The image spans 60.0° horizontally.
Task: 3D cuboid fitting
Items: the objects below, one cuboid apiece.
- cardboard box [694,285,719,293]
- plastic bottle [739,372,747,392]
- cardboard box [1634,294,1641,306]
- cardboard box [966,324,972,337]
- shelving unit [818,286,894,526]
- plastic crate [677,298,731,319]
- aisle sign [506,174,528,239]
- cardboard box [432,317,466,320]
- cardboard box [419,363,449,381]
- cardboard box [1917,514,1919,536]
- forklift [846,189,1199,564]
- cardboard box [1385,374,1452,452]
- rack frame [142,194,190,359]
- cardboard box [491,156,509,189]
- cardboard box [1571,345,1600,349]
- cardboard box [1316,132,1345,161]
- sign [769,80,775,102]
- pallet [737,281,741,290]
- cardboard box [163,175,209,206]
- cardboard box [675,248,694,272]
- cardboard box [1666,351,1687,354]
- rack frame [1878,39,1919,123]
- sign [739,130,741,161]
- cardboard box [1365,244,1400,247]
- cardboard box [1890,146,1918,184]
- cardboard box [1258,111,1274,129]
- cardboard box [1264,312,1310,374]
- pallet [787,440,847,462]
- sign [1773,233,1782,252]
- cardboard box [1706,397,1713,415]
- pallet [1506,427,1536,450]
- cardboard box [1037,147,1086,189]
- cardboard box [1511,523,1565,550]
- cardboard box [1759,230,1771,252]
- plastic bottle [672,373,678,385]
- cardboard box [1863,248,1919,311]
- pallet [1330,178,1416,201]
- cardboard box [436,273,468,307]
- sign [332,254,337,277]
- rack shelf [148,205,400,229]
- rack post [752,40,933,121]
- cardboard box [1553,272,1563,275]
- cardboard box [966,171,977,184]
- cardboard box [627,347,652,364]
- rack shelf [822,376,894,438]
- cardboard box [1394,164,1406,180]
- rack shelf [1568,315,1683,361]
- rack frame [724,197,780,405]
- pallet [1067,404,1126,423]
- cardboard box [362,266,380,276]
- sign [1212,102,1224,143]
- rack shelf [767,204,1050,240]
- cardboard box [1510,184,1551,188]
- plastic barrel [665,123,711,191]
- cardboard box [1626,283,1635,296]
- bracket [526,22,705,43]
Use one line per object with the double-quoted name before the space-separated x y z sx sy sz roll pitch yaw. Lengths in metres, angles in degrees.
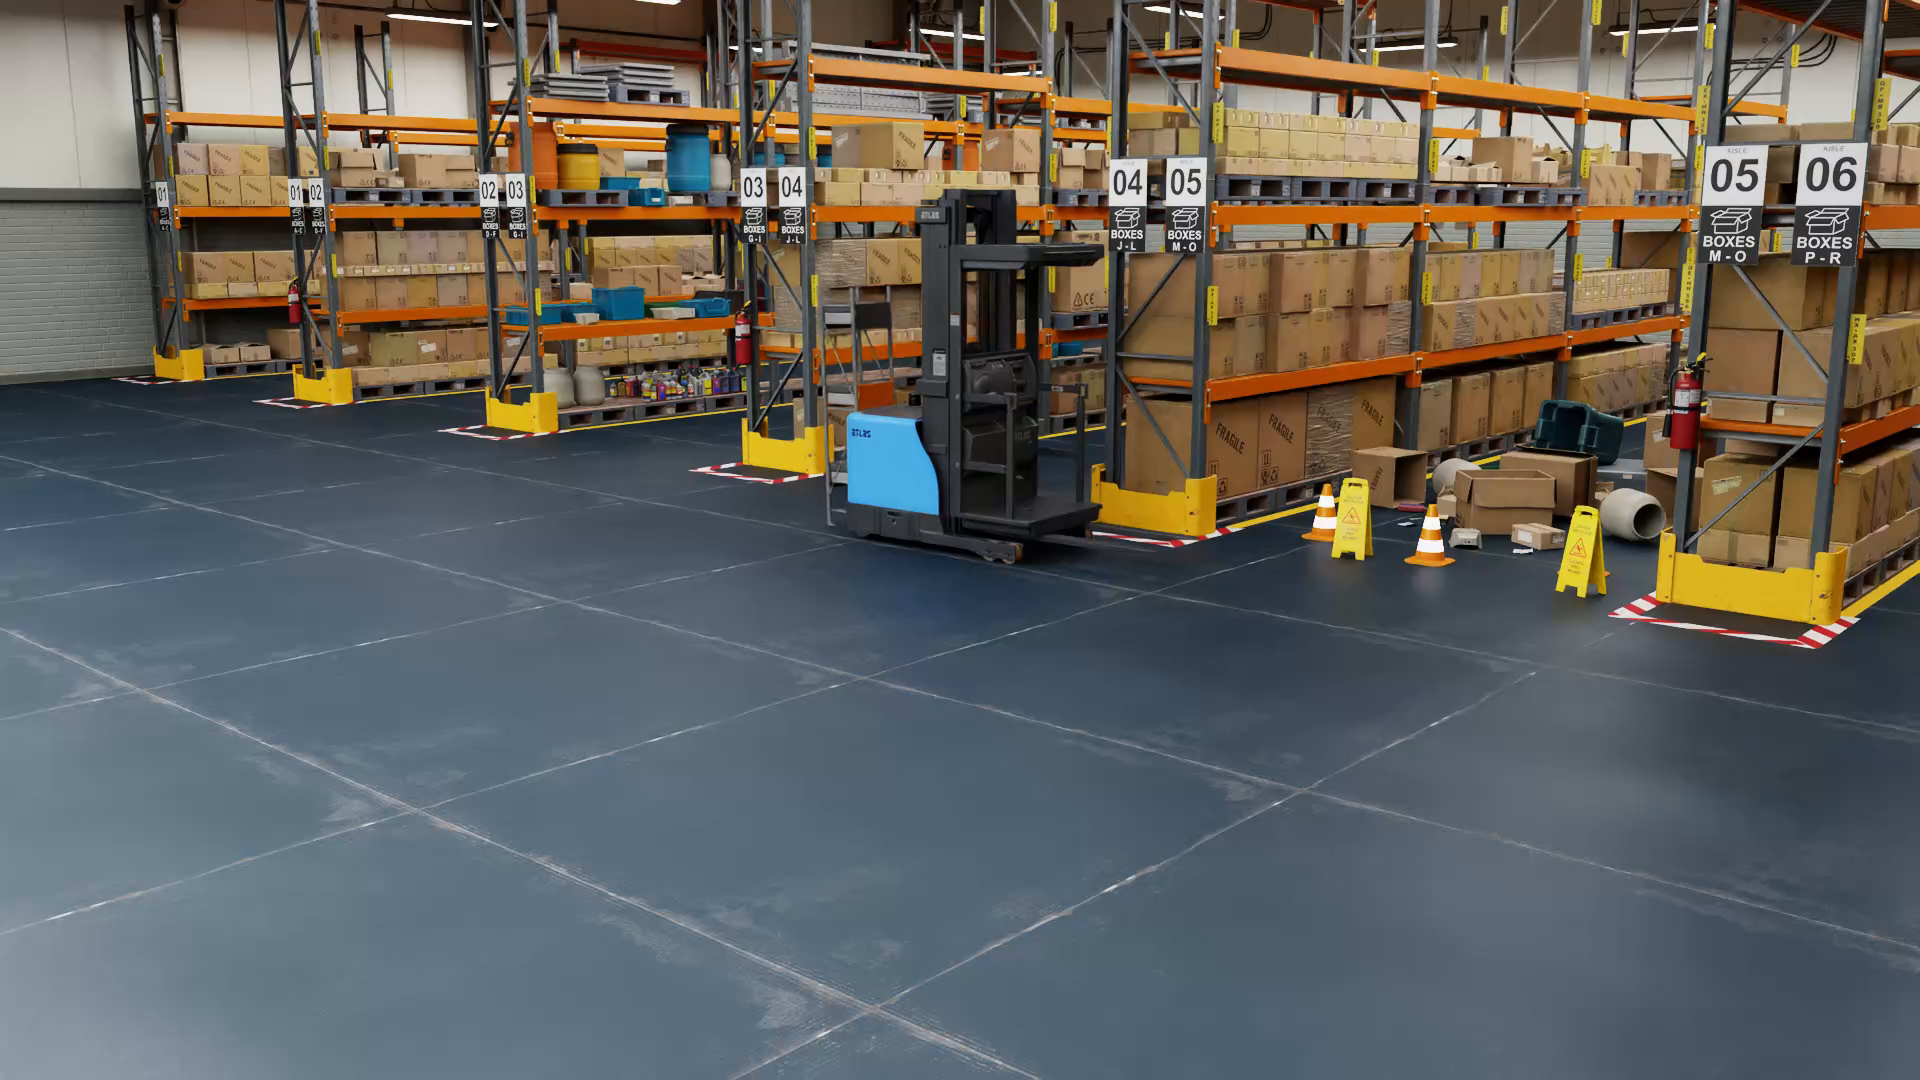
"cardboard box" -4.475 -4.422 29.334 0.380 0.149 0.250 10 15 40
"plastic bottle" -3.081 -2.254 23.650 0.061 0.283 0.133 11 16 43
"cardboard box" 8.854 -3.210 22.192 0.380 0.149 0.250 9 14 38
"cardboard box" -0.074 -2.473 19.576 0.380 0.149 0.250 10 15 40
"shelving unit" -0.896 -1.186 14.749 0.431 2.100 0.503 6 13 37
"plastic crate" -3.538 -3.213 23.019 0.499 0.251 0.616 10 15 40
"aisle sign" -5.479 -4.122 20.551 0.394 0.787 0.004 10 15 40
"cardboard box" -9.692 -4.298 31.416 0.500 0.250 0.500 9 15 39
"cardboard box" -8.191 -2.591 25.476 0.500 0.250 0.500 10 15 40
"cardboard box" 7.621 -0.218 13.594 0.500 0.250 0.500 9 15 39
"forklift" 0.494 -1.362 13.547 3.031 2.935 1.130 9 14 37
"cardboard box" 4.710 -1.393 18.198 1.050 0.750 0.750 10 15 40
"rack frame" -13.094 -4.176 27.462 1.000 3.000 0.127 10 15 40
"cardboard box" -7.260 -5.879 26.645 0.500 0.500 0.500 -11 15 -43
"cardboard box" 8.273 -2.484 22.387 0.500 0.250 0.500 11 15 42
"cardboard box" 3.238 -3.658 15.503 0.500 0.250 0.500 10 15 40
"sign" -2.605 -6.250 23.064 0.100 0.325 0.005 10 15 40
"pallet" -3.695 -4.728 30.714 1.213 0.211 1.003 10 15 40
"cardboard box" -12.685 -5.723 27.241 0.500 0.500 0.500 10 15 42
"cardboard box" -5.955 -5.897 35.010 0.500 0.500 0.500 10 15 40
"cardboard box" 10.741 -2.774 25.128 0.380 0.149 0.250 10 15 40
"rack frame" 8.153 -4.504 13.786 1.000 3.000 0.127 10 15 40
"sign" -2.335 -4.235 17.836 0.100 0.325 0.005 10 15 40
"cardboard box" 6.829 -4.569 27.139 0.500 0.500 0.500 10 15 40
"cardboard box" 6.385 -2.629 11.682 0.500 0.250 0.500 9 15 40
"cardboard box" 2.522 -3.675 14.571 0.380 0.149 0.250 10 15 40
"cardboard box" 2.749 -1.883 15.596 0.875 0.550 0.550 10 15 40
"pallet" -1.318 -1.014 18.747 1.003 0.211 1.213 10 15 40
"sign" 12.693 -4.601 25.825 0.100 0.325 0.005 10 15 40
"cardboard box" 5.683 -0.985 12.124 0.380 0.149 0.250 10 15 40
"pallet" 6.432 -1.302 20.191 1.003 0.211 1.213 10 15 40
"cardboard box" 1.094 -4.627 20.726 0.797 0.503 0.637 9 14 38
"cardboard box" 4.860 -0.030 13.979 0.250 0.149 0.380 -4 12 -18
"cardboard box" 12.174 -4.538 25.708 0.500 0.500 0.500 9 15 39
"plastic bottle" -4.049 -2.242 23.622 0.097 0.271 0.097 0 11 0
"cardboard box" 7.700 -2.211 14.053 0.700 0.500 0.500 10 15 40
"pallet" 3.820 -3.496 16.623 1.003 0.211 1.213 10 15 40
"cardboard box" -8.032 -3.880 25.726 0.700 0.500 0.500 10 15 42
"sign" -8.957 -3.927 23.802 0.100 0.325 0.005 10 15 40
"rack shelf" -11.773 -5.589 28.712 1.077 0.370 4.000 10 15 40
"rack post" -1.776 -6.824 24.894 1.013 1.000 3.121 10 15 40
"cardboard box" 7.665 -3.431 21.783 0.380 0.149 0.250 10 15 40
"cardboard box" -0.023 -4.203 19.303 0.380 0.149 0.250 11 15 42
"cardboard box" -5.599 -3.161 28.328 0.500 0.250 0.500 9 15 39
"rack shelf" -0.895 -1.172 14.752 0.431 0.518 0.480 6 13 37
"cardboard box" 4.202 -3.658 16.523 0.380 0.149 0.250 10 15 41
"rack shelf" 8.329 -2.717 21.994 1.077 0.370 4.000 10 15 40
"rack frame" -3.011 -3.484 23.995 1.000 3.000 0.127 10 15 40
"pallet" 2.027 -1.771 22.539 1.003 0.211 1.213 10 15 40
"cardboard box" -8.777 -3.972 24.530 0.380 0.149 0.250 9 15 39
"sign" 2.141 -3.465 13.806 0.100 0.325 0.005 10 15 40
"rack shelf" -0.611 -3.667 19.092 1.077 0.370 4.000 10 15 40
"cardboard box" 7.195 -4.413 20.732 0.500 0.500 0.500 10 15 40
"plastic barrel" -3.749 -5.274 22.947 0.600 0.901 0.708 10 15 40
"cardboard box" 8.667 -3.314 21.957 0.380 0.149 0.250 10 15 41
"bracket" -7.079 -10.375 33.991 0.076 0.066 4.783 10 15 40
